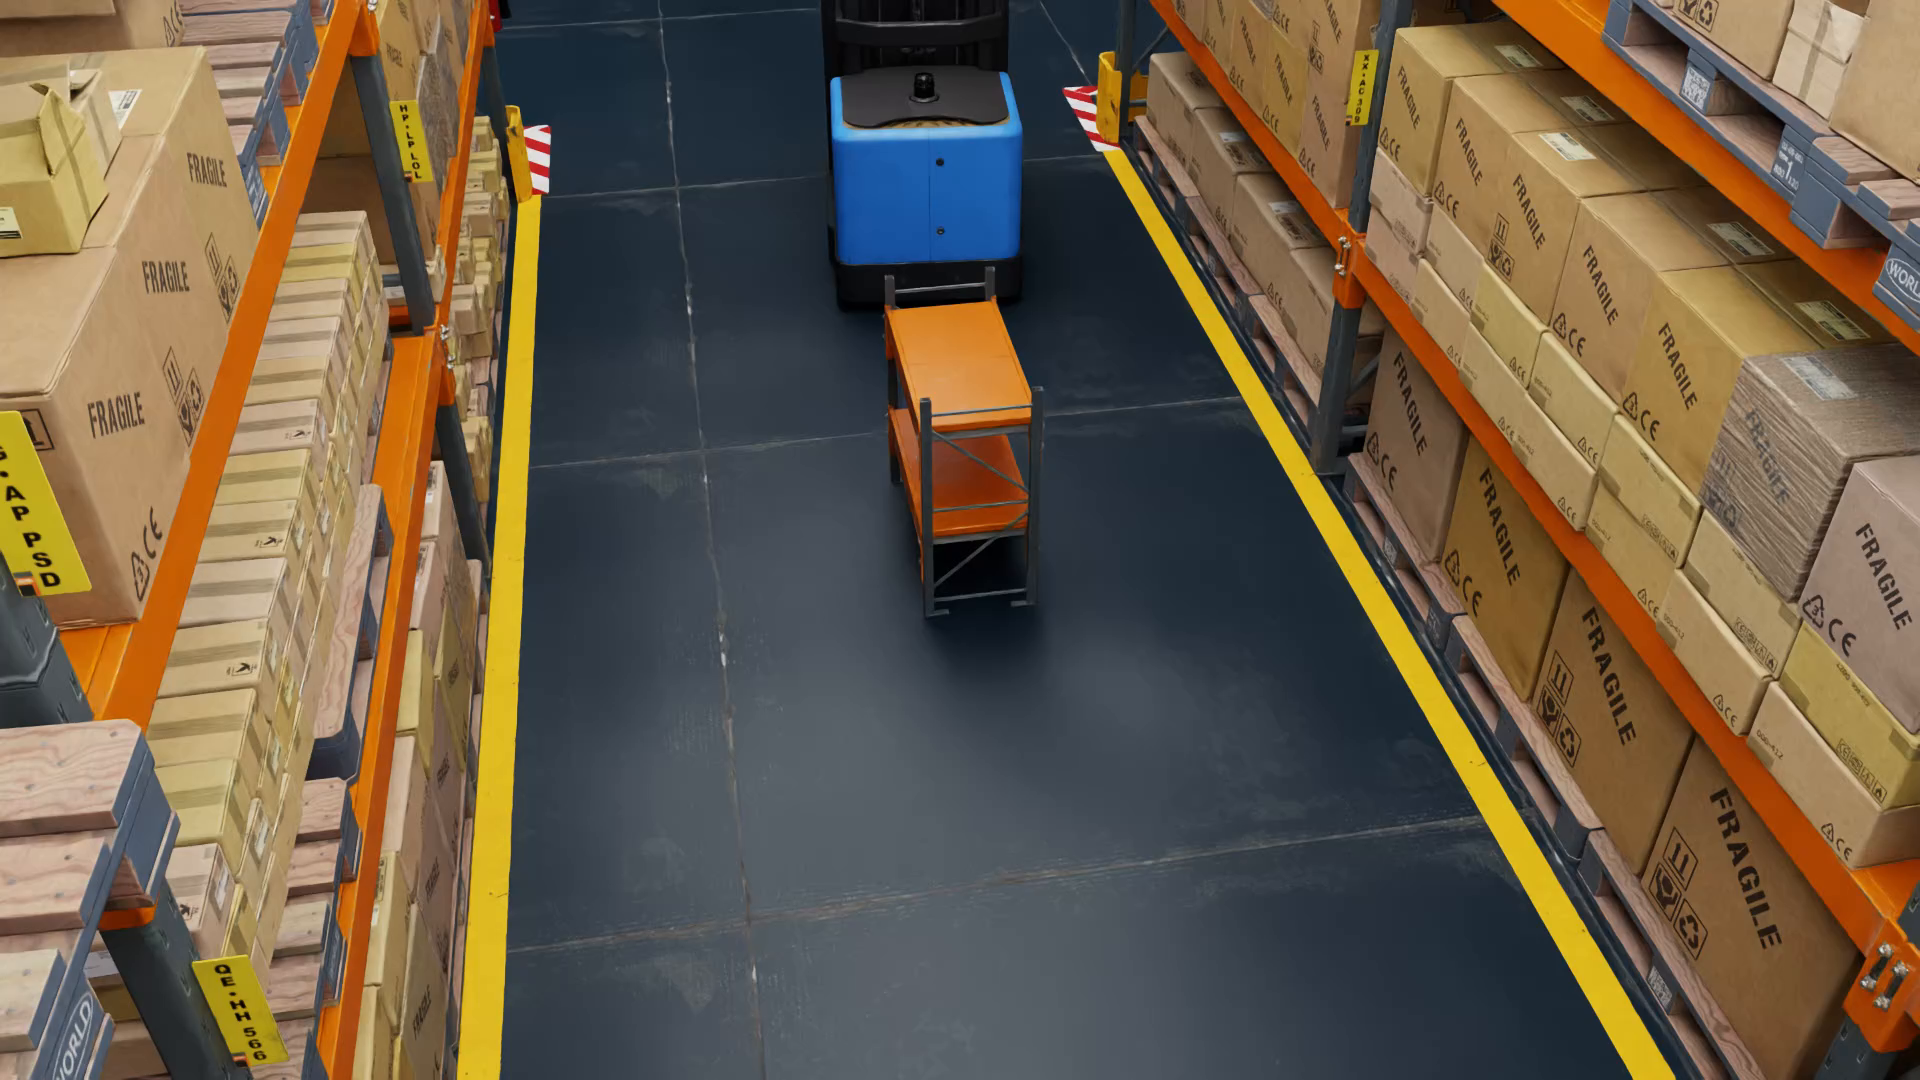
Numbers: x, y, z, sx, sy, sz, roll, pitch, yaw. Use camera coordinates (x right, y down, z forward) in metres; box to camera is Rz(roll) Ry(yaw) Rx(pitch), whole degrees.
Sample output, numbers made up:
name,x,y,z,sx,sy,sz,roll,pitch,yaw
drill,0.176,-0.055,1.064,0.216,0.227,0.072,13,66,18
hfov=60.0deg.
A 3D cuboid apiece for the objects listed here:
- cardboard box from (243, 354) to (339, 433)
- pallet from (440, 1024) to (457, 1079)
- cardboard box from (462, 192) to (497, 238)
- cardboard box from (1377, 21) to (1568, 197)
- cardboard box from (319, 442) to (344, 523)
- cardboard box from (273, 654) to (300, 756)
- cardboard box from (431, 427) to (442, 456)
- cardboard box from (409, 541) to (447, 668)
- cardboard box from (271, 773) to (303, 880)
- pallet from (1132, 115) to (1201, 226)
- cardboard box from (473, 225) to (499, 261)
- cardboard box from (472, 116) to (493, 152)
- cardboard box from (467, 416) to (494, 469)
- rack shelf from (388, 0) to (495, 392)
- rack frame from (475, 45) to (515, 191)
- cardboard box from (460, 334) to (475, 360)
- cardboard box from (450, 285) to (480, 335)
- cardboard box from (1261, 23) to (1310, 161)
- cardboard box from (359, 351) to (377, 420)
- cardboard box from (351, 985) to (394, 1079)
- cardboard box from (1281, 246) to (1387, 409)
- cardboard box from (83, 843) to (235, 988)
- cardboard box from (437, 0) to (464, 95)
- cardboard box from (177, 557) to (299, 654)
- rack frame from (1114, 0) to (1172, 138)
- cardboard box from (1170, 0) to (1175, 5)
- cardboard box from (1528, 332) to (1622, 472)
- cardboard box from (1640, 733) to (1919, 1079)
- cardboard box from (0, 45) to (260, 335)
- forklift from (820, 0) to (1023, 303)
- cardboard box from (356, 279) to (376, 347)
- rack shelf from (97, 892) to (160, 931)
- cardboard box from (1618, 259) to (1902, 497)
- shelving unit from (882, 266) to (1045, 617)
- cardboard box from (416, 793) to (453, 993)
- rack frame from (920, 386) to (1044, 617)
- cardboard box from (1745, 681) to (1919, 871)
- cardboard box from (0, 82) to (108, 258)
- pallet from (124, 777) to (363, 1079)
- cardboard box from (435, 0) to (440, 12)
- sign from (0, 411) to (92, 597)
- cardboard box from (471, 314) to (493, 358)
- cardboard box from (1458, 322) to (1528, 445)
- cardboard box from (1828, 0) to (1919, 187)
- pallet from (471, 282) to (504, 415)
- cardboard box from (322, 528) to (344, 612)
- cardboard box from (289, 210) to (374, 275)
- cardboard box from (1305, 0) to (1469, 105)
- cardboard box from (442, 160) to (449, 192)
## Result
name,x,y,z,sx,sy,sz,roll,pitch,yaw
cardboard box,-2.185,-0.443,5.253,0.380,0.149,0.250,-7,38,-9
pallet,-2.059,2.056,4.931,1.003,0.211,1.213,-6,38,-8
cardboard box,-2.741,-1.767,9.076,0.380,0.149,0.250,-5,38,-6
cardboard box,2.025,-1.720,6.623,0.500,0.500,0.500,-6,38,-7
cardboard box,-2.126,-0.158,5.129,0.380,0.149,0.250,-6,38,-8
cardboard box,-1.955,0.453,4.342,0.380,0.149,0.250,-6,38,-8
cardboard box,-2.481,-0.494,7.438,0.380,0.149,0.250,-5,38,-6
cardboard box,-2.168,0.271,6.040,0.500,0.250,0.500,-5,38,-6
cardboard box,-1.898,0.743,4.210,0.380,0.149,0.250,-4,38,-6
pallet,1.747,-2.423,10.696,1.003,0.211,1.213,-6,38,-8
cardboard box,-2.756,-1.649,9.167,0.380,0.149,0.250,-6,38,-7
cardboard box,-2.984,-2.387,9.875,0.380,0.149,0.250,-6,38,-7
cardboard box,-2.419,-0.444,7.858,0.380,0.149,0.250,-5,38,-7
rack shelf,-2.975,-1.913,8.354,1.077,0.370,4.000,-6,38,-8
rack frame,-3.326,-3.405,9.688,1.000,3.000,0.127,-6,38,-8
cardboard box,-2.654,-1.018,8.355,0.380,0.149,0.250,-5,38,-6
cardboard box,-2.596,-1.132,8.259,0.380,0.149,0.250,-5,38,-7
cardboard box,1.802,-2.185,8.036,0.500,0.500,0.500,-7,38,-9
cardboard box,-2.272,-0.529,5.849,0.380,0.149,0.250,-6,38,-8
cardboard box,-1.806,1.510,4.446,0.500,0.250,0.500,-8,39,-10
cardboard box,2.226,-1.127,8.502,0.875,0.438,0.875,-7,38,-9
cardboard box,-1.815,0.823,3.623,0.380,0.149,0.250,-6,38,-8
cardboard box,-2.733,-2.399,8.069,0.500,0.500,0.500,-4,38,-6
cardboard box,-1.997,0.192,4.436,0.380,0.149,0.250,-5,38,-6
rack frame,1.530,-3.998,10.452,1.000,3.000,0.127,-6,38,-8
cardboard box,1.447,-3.415,9.619,0.500,0.500,0.500,-7,38,-9
cardboard box,2.302,-0.500,5.663,0.500,0.250,0.500,-7,38,-9
cardboard box,2.893,1.081,5.304,0.875,0.875,0.875,-7,38,-8
cardboard box,-1.949,-0.773,3.774,0.500,0.500,0.500,-6,38,-8
forklift,-0.281,-3.378,9.709,1.130,2.935,3.031,-3,38,-4
cardboard box,-2.313,-0.795,5.948,0.380,0.149,0.250,-6,38,-8
rack shelf,-1.573,1.735,1.214,1.077,0.370,4.000,-6,38,-8
cardboard box,2.405,-0.495,5.045,0.500,0.500,0.500,-6,38,-8
shelving unit,-0.001,-0.448,7.410,0.538,1.125,1.048,-6,38,-8
cardboard box,-1.983,1.181,5.480,0.500,0.500,0.500,-7,38,-9
rack frame,0.088,-0.141,7.015,0.500,1.125,0.032,-6,38,-8
cardboard box,2.588,0.615,4.635,0.500,0.250,0.500,-7,38,-10
cardboard box,-1.813,-0.685,3.036,0.396,0.266,0.258,-6,38,-8
pallet,-2.153,1.084,4.066,1.213,0.211,1.003,-6,38,-8
cardboard box,-2.716,-2.769,7.730,0.500,0.500,0.500,-7,38,-10
sign,-1.376,-0.048,2.435,0.100,0.325,0.005,-6,38,-8
cardboard box,-2.640,-1.063,8.655,0.380,0.149,0.250,-7,38,-9
cardboard box,2.214,-0.605,6.207,0.500,0.250,0.500,-7,38,-8
cardboard box,2.572,-1.134,3.896,0.700,0.500,0.500,-8,39,-10
pallet,-2.995,-1.028,8.901,1.003,0.211,1.213,-6,38,-8
cardboard box,-2.082,0.111,5.025,0.380,0.149,0.250,-7,38,-9
cardboard box,-2.362,-1.069,6.059,0.380,0.149,0.250,-5,38,-6
cardboard box,1.876,-2.272,7.333,0.500,0.500,0.500,-7,38,-8
cardboard box,-2.591,-1.724,7.728,0.380,0.149,0.250,-6,38,-7
